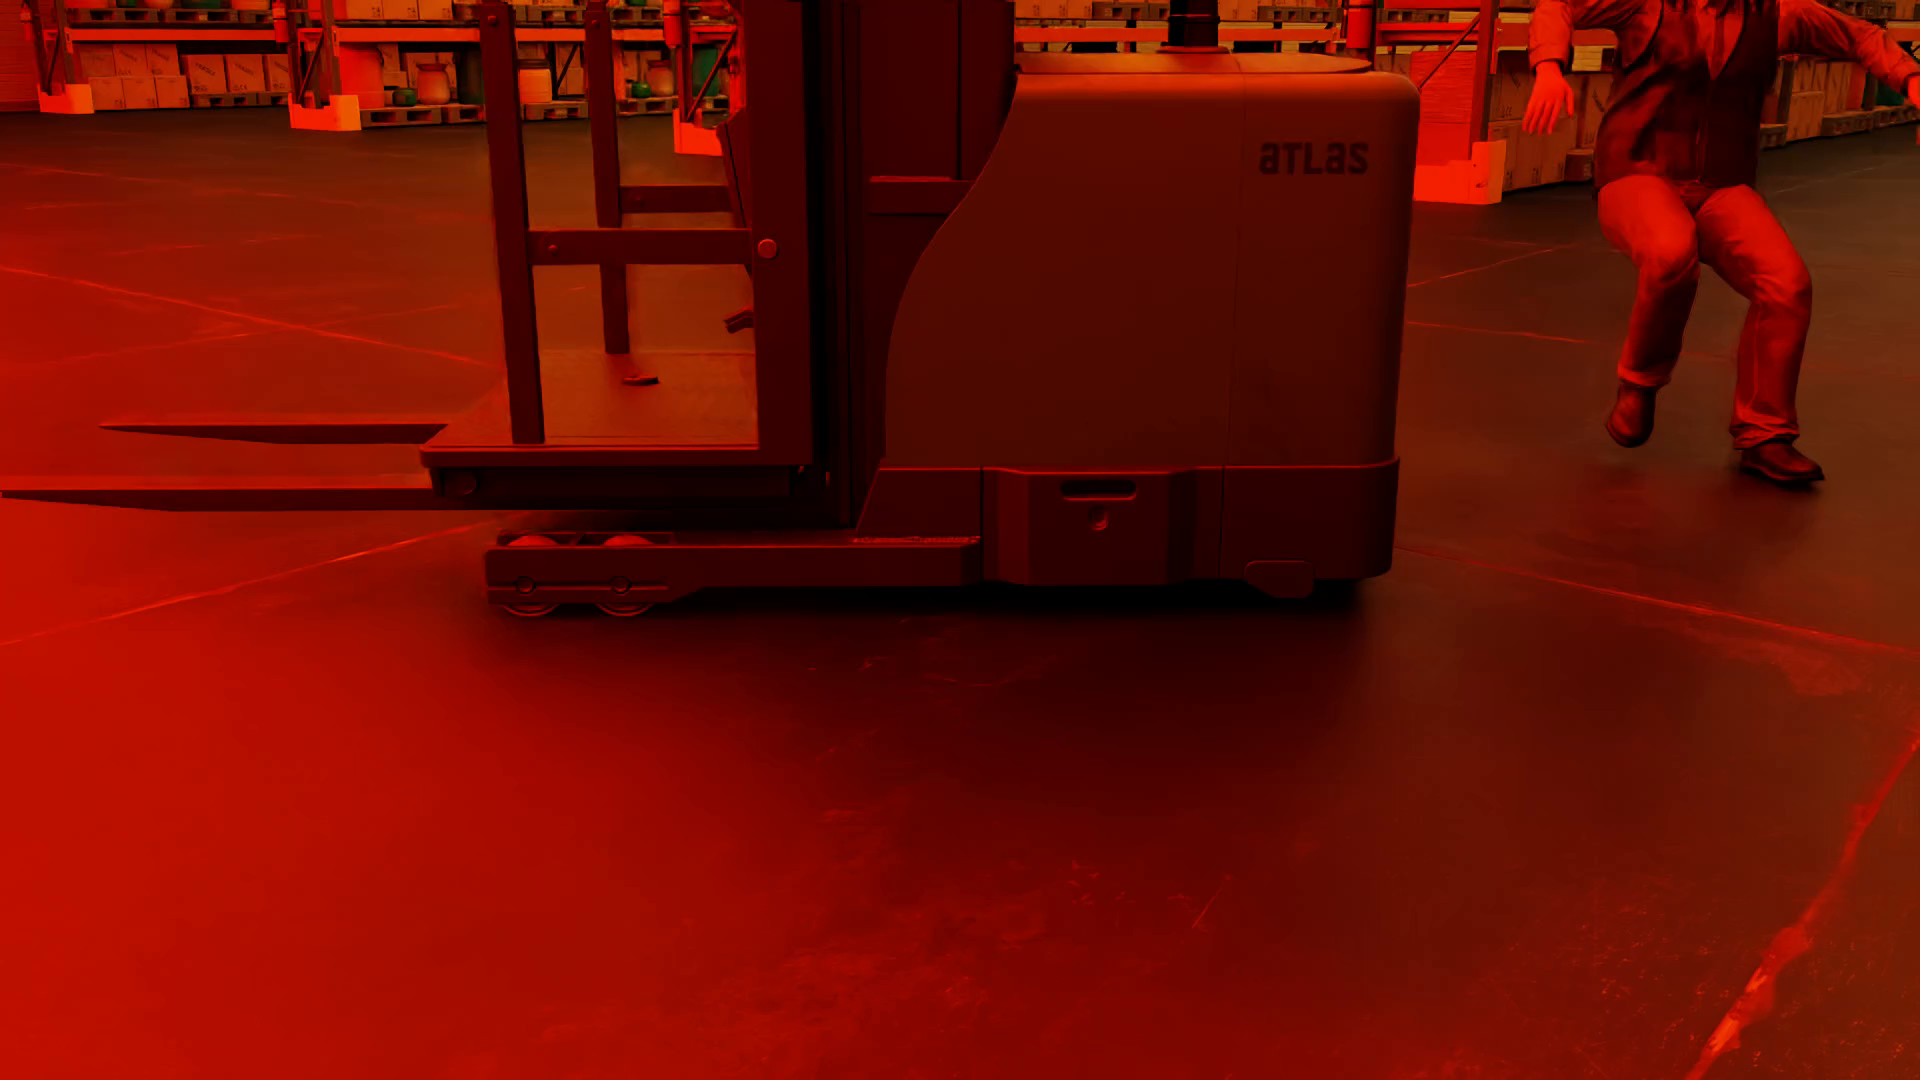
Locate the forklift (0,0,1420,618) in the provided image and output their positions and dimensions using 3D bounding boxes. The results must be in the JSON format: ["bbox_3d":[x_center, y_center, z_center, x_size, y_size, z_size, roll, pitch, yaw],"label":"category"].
[{"bbox_3d":[-0.611,-1.398,3.503,3.031,2.935,1.130,0,17,-1],"label":"forklift"}]

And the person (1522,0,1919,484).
[{"bbox_3d":[2.067,-0.964,4.495,1.112,1.536,0.845,0,17,-1],"label":"person"}]
